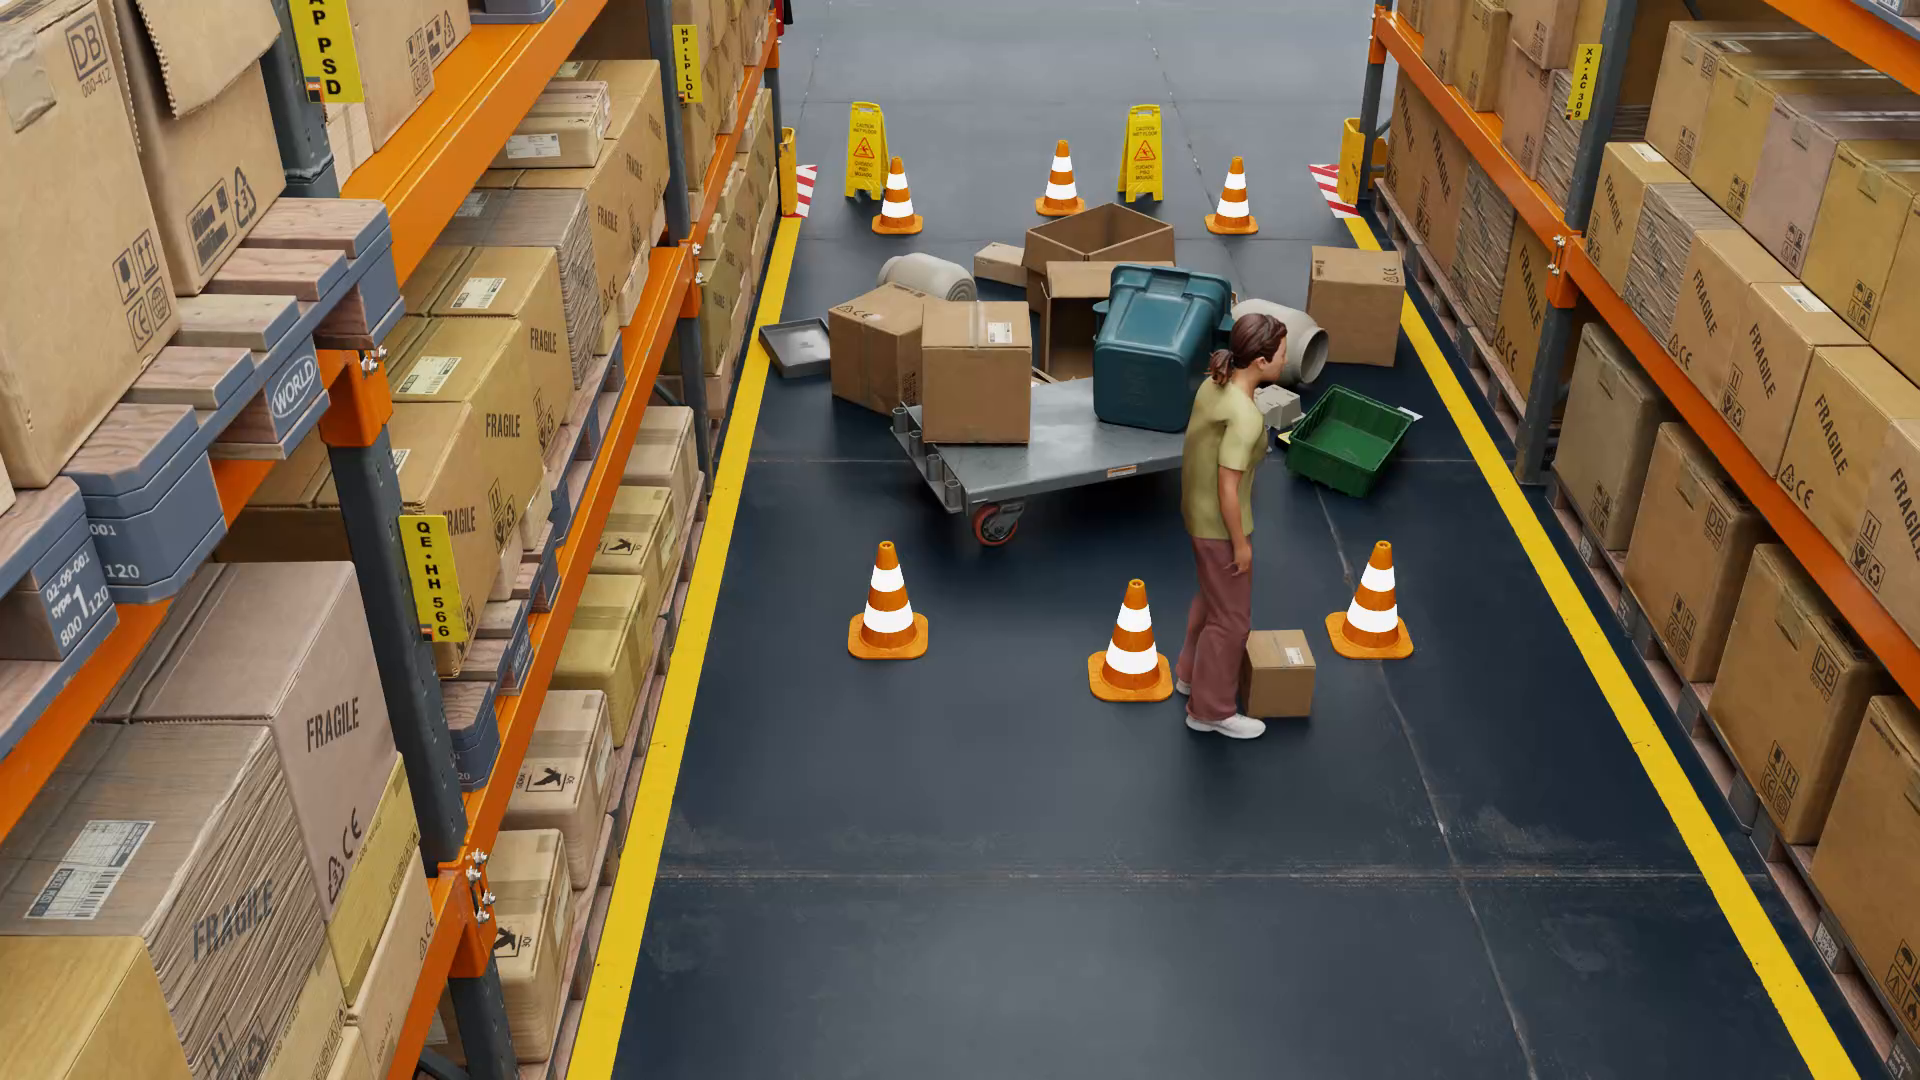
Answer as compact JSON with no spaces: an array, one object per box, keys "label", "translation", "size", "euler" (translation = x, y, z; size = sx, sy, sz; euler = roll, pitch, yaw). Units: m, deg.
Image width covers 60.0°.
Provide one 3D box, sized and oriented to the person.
[{"label":"person","translation":[1.006,-0.062,6.238],"size":[0.362,1.671,0.519],"euler":[-2,32,-3]}]
